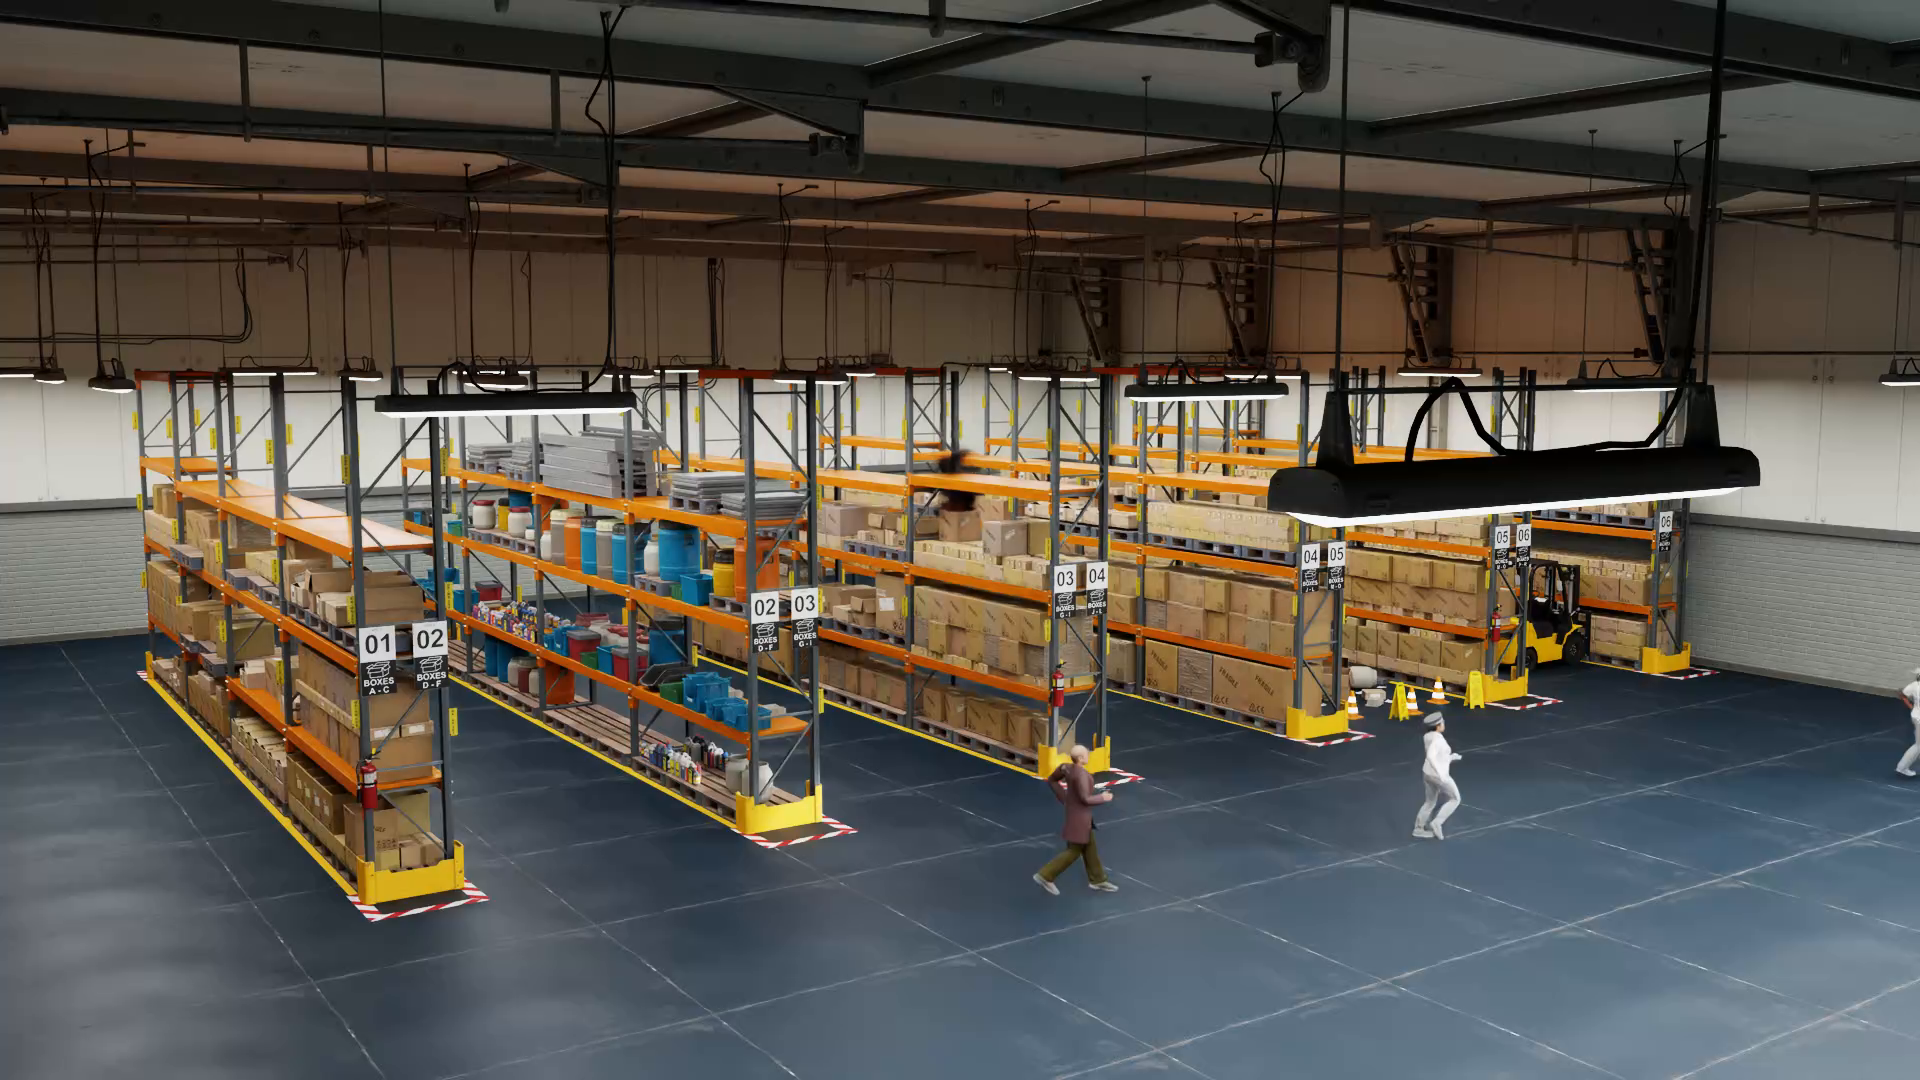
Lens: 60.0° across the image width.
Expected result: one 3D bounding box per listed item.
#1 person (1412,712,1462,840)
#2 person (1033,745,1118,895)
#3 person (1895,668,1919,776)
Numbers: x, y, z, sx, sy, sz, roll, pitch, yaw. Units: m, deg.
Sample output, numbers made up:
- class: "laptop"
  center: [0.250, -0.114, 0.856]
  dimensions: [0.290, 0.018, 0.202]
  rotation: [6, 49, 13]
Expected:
- class: "person"
  center: [6.217, 3.056, 21.580]
  dimensions: [0.640, 1.672, 0.582]
  rotation: [-1, 7, -11]
- class: "person"
  center: [1.358, 3.254, 19.256]
  dimensions: [1.057, 1.790, 0.709]
  rotation: [-1, 7, -10]
- class: "person"
  center: [14.287, 2.717, 24.659]
  dimensions: [0.714, 1.751, 0.556]
  rotation: [1, 7, 10]
